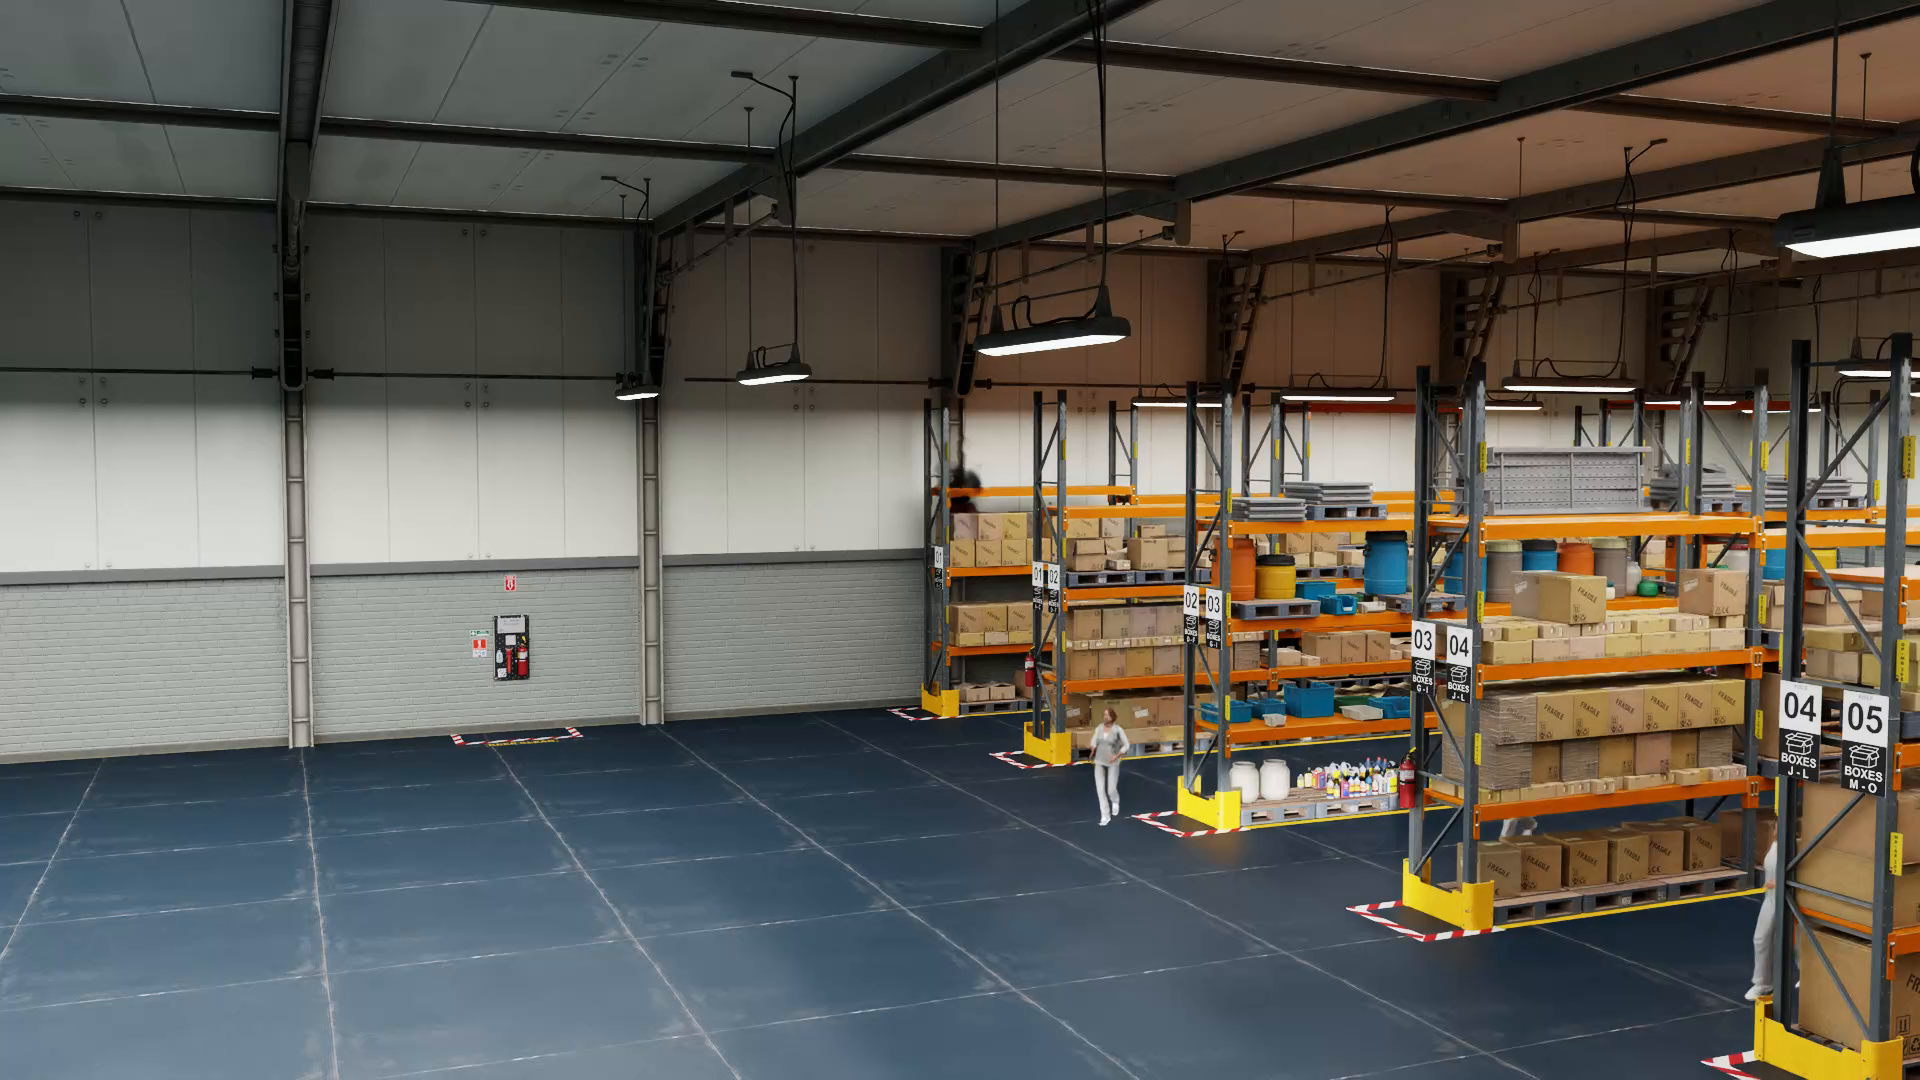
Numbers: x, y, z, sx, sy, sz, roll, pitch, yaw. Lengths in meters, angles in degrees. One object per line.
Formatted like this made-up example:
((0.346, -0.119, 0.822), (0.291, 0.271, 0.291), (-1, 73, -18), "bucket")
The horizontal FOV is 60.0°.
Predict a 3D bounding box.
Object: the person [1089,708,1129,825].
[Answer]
((2.030, 3.069, 22.669), (0.562, 1.582, 0.562), (1, 4, 20), "person")

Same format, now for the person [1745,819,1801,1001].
((7.700, 3.414, 15.470), (0.839, 1.703, 0.559), (-2, 4, -26), "person")

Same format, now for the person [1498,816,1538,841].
((6.962, 3.027, 20.859), (1.049, 1.781, 0.710), (-2, 4, -36), "person")
